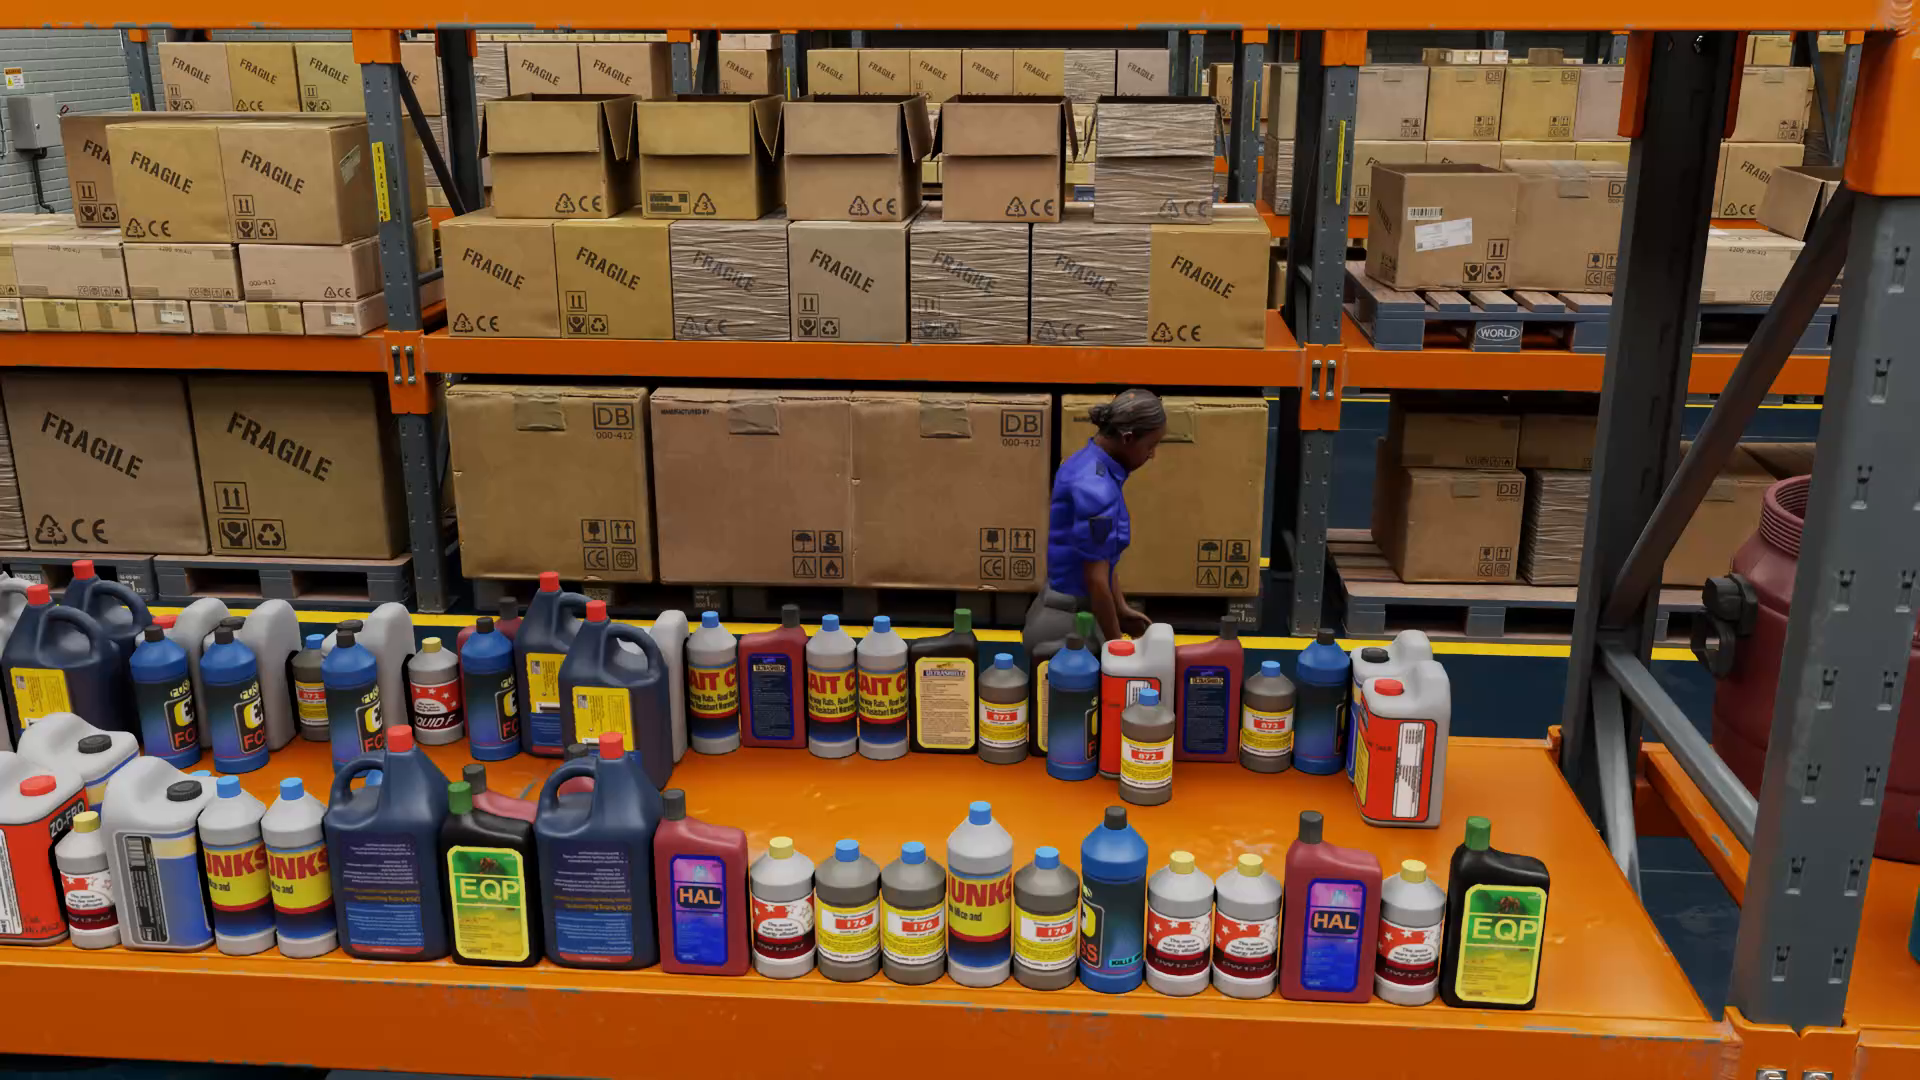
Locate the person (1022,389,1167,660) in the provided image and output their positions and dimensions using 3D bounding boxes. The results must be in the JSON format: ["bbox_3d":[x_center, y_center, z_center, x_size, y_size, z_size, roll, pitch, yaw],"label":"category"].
[{"bbox_3d":[0.419,0.292,5.300,0.431,1.575,0.468,2,18,5],"label":"person"}]
